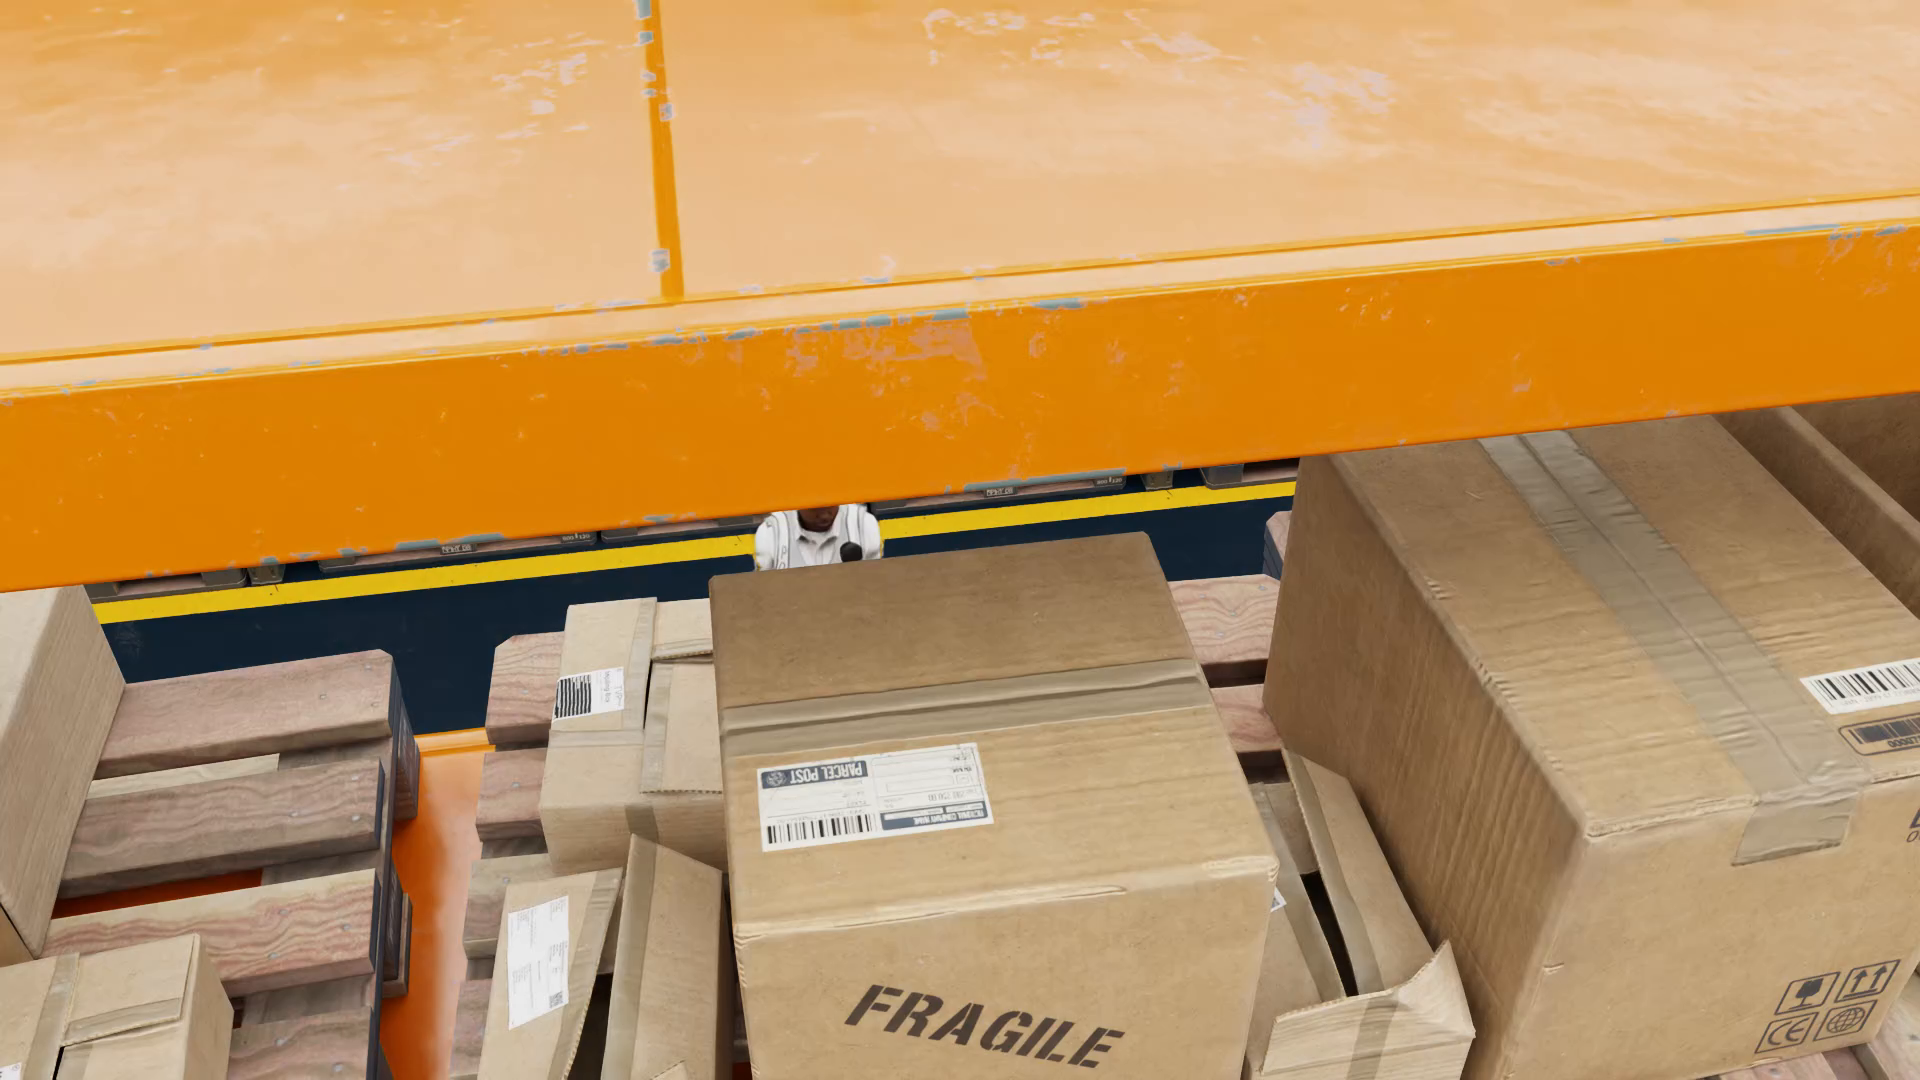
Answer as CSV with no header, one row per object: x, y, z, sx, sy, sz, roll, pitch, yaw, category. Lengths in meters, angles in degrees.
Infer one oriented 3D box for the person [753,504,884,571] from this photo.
-0.450,0.390,5.657,0.435,1.683,0.338,-5,39,-6,person
